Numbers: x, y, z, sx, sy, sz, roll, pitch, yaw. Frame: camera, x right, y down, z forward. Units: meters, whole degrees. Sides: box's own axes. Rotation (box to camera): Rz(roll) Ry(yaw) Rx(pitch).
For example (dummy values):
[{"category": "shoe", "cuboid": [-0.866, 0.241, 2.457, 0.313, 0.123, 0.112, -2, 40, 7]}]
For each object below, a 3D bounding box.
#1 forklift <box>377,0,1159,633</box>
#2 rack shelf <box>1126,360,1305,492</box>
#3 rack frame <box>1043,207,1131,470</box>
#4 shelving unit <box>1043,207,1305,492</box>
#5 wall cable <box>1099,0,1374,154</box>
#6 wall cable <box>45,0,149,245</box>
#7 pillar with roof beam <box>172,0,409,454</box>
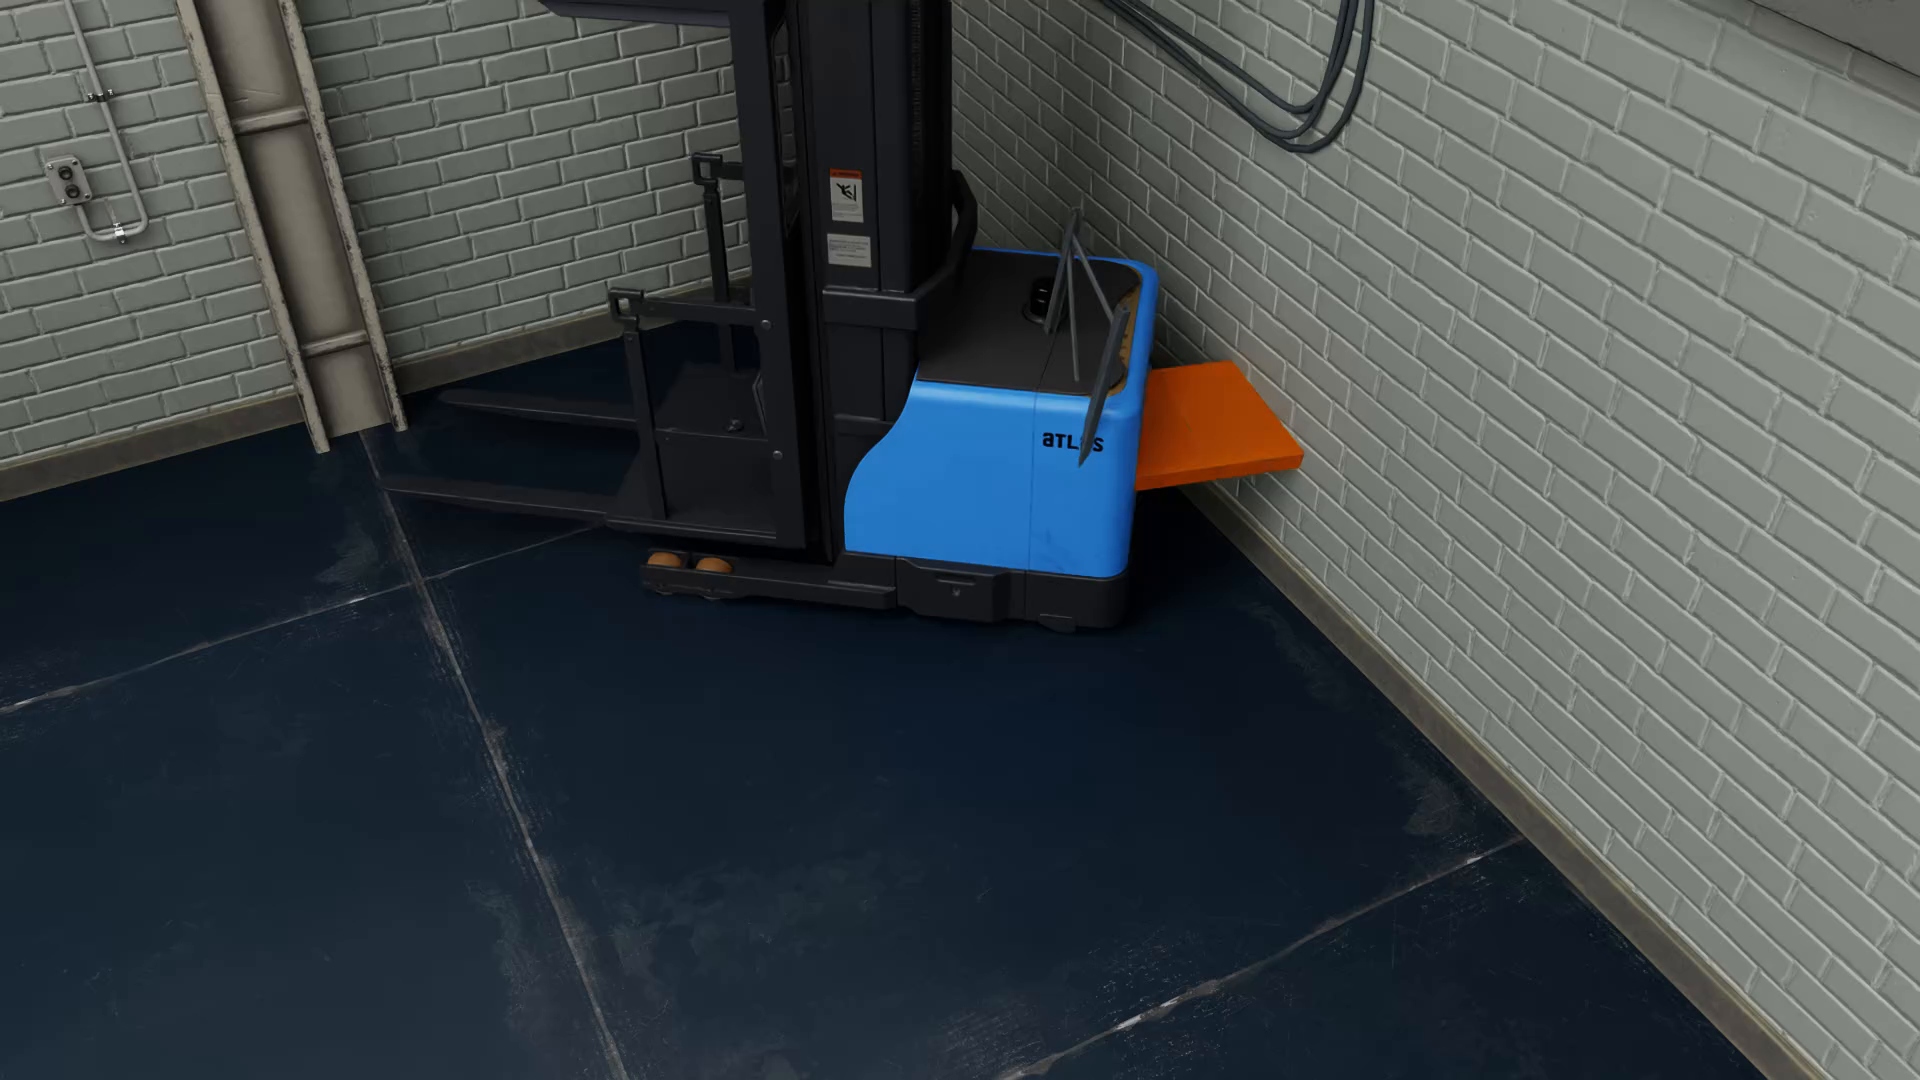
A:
[{"category": "forklift", "cuboid": [-0.792, -1.217, 5.919, 3.031, 2.935, 1.130, 6, 41, 7]}, {"category": "rack shelf", "cuboid": [0.816, -0.406, 6.217, 1.000, 0.185, 0.538, -8, 54, -16]}, {"category": "rack frame", "cuboid": [0.356, -0.445, 5.938, 0.032, 1.500, 0.500, -8, 54, -16]}, {"category": "shelving unit", "cuboid": [0.848, -0.518, 6.079, 1.083, 1.500, 0.587, -8, 54, -16]}, {"category": "wall cable", "cuboid": [0.513, -2.951, 5.674, 0.112, 2.526, 3.097, -19, 44, -21]}, {"category": "wall cable", "cuboid": [-3.970, -1.675, 5.620, 1.851, 1.984, 0.084, -19, 44, -21]}, {"category": "pillar with roof beam", "cuboid": [-0.685, -1.487, 1.542, 0.400, 9.000, 9.100, -19, 44, -21]}]
